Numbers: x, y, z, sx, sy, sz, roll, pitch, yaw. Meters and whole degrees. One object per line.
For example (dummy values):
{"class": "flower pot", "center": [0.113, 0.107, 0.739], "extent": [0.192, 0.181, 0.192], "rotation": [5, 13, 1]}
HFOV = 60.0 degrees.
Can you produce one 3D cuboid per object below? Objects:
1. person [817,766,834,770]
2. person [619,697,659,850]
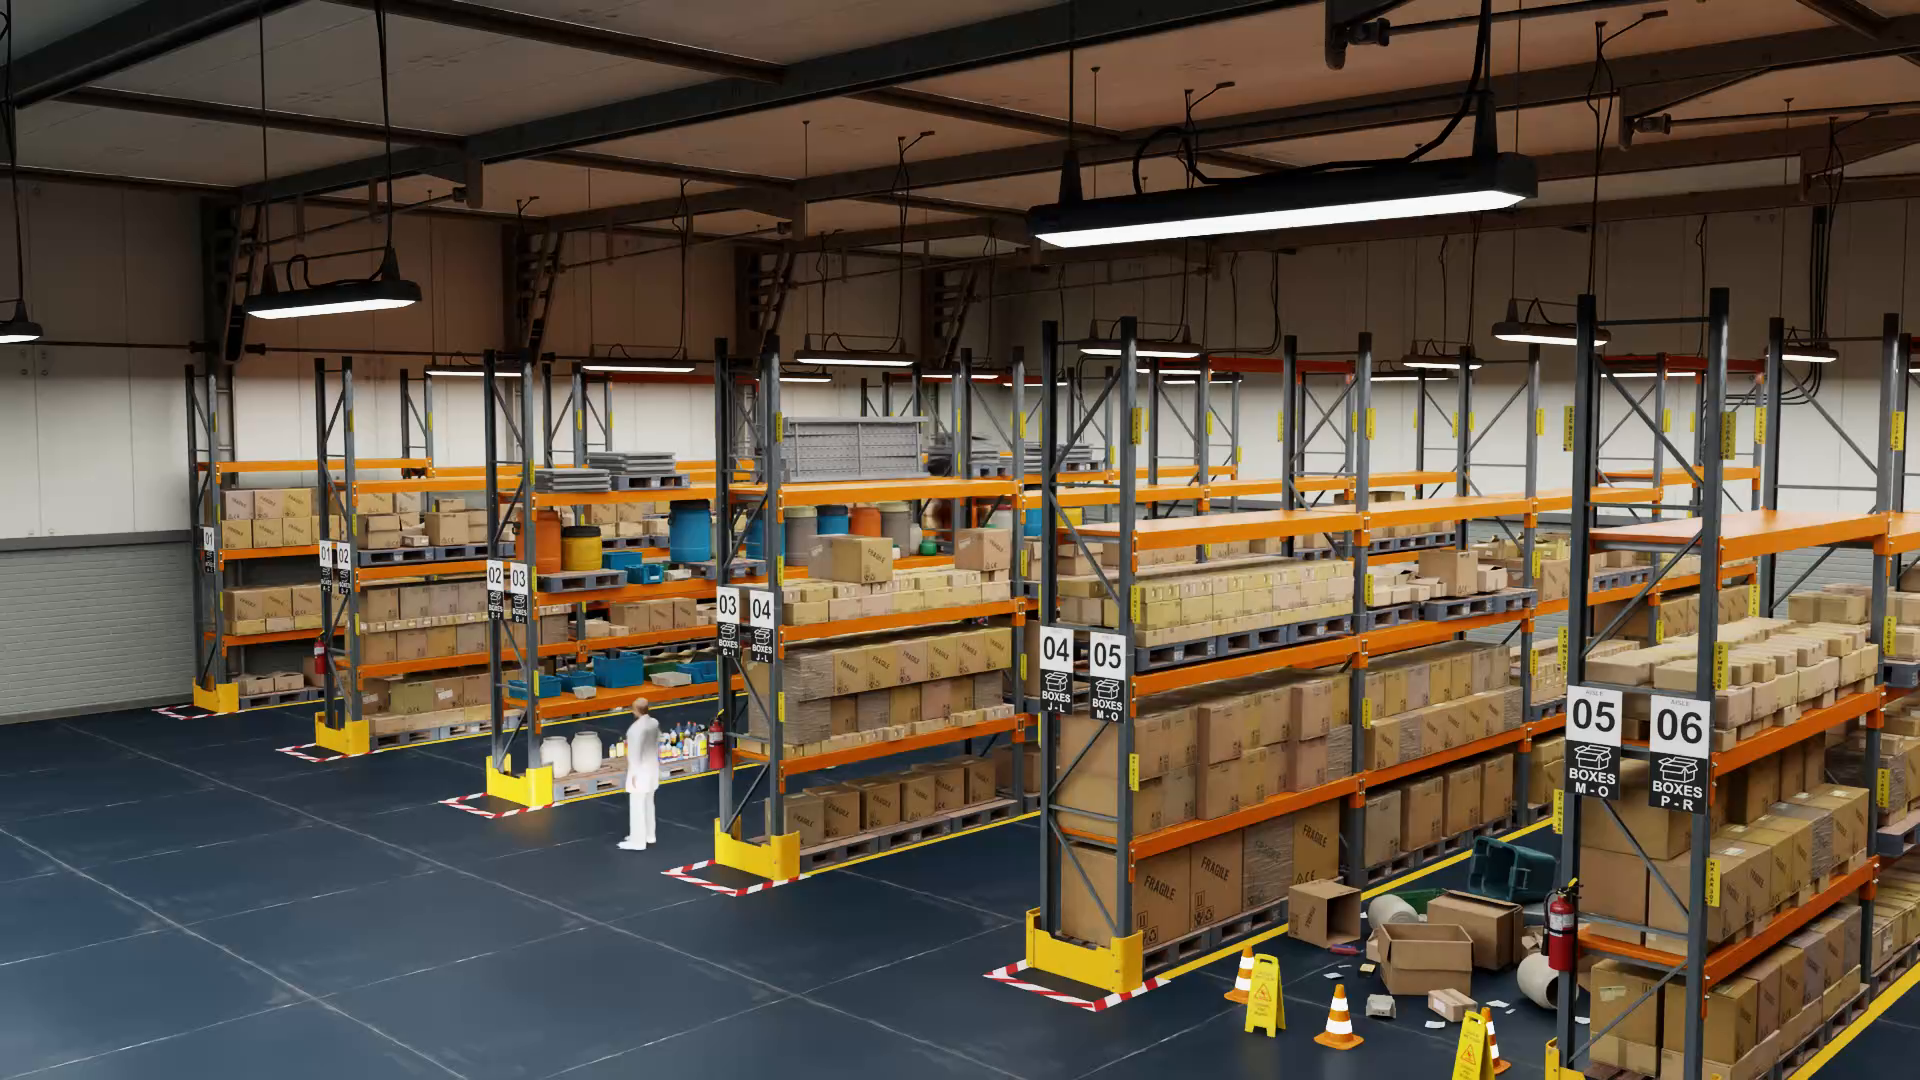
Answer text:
{"class": "person", "center": [-2.029, 2.522, 24.068], "extent": [0.338, 1.602, 0.520], "rotation": [3, 5, 33]}
{"class": "person", "center": [-3.830, 2.753, 19.764], "extent": [0.452, 1.779, 0.644], "rotation": [1, 4, 13]}
